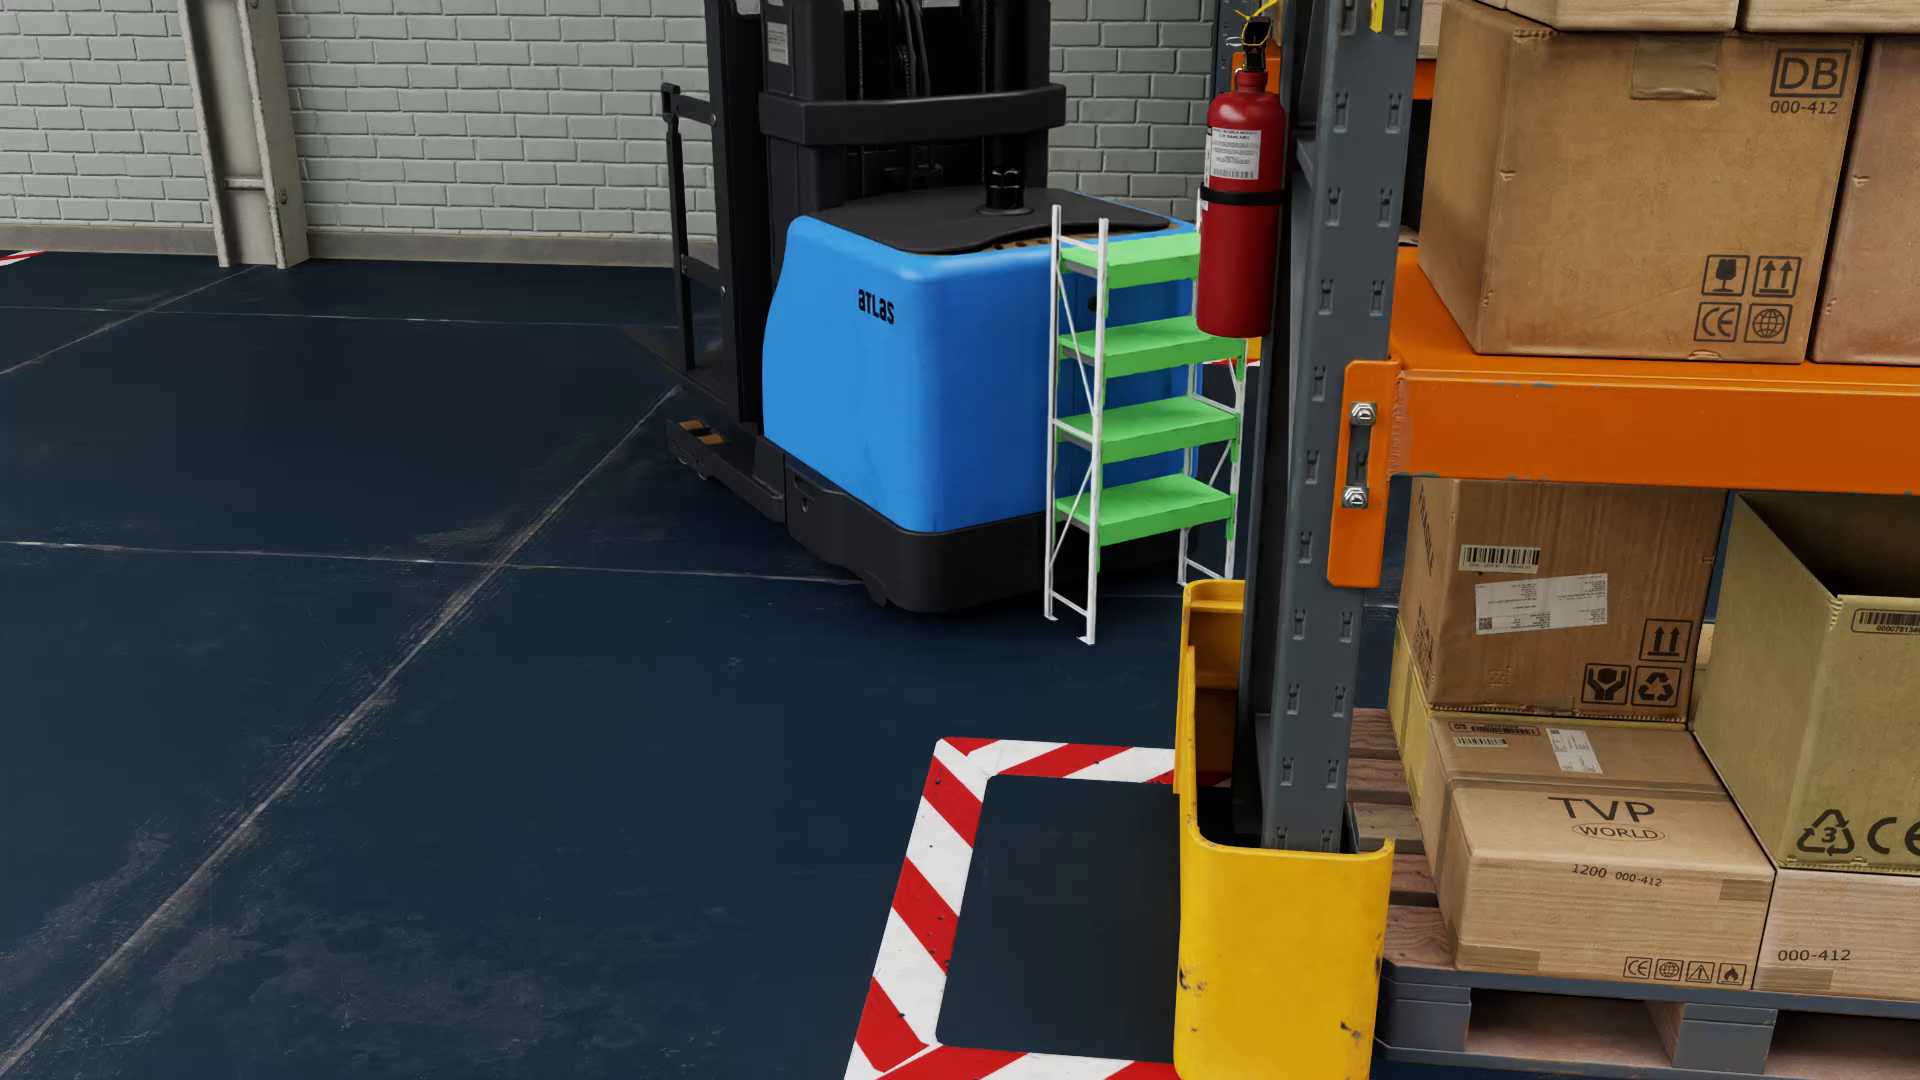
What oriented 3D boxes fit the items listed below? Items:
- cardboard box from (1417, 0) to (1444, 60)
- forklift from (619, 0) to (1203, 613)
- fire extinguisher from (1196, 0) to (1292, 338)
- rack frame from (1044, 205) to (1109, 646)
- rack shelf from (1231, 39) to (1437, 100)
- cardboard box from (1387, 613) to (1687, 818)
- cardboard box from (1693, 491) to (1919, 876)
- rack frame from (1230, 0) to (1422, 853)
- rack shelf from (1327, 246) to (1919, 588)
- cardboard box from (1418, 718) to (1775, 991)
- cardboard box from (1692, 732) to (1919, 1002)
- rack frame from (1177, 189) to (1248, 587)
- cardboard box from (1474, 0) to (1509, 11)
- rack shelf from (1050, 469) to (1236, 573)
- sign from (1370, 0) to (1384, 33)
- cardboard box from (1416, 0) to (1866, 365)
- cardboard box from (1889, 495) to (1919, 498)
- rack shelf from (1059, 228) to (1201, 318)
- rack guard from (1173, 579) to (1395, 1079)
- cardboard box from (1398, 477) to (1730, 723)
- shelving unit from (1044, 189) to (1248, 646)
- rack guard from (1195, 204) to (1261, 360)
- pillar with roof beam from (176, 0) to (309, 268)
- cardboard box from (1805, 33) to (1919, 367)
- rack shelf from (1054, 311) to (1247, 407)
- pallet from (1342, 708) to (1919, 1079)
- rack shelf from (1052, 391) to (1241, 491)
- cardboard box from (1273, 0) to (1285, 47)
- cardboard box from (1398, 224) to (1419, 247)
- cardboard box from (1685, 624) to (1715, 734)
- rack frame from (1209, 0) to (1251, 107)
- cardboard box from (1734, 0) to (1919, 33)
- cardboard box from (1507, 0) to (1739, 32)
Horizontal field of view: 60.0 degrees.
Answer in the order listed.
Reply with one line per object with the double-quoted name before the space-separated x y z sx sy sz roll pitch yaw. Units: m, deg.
"cardboard box" 2.190 -2.214 7.137 0.500 0.250 0.500 2 22 5
"forklift" -0.424 -1.652 5.632 1.130 2.935 3.031 -12 24 -28
"fire extinguisher" 0.583 -0.759 3.385 0.183 0.674 0.296 2 22 6
"rack frame" 0.313 -0.298 4.563 0.015 1.200 0.240 -12 25 -28
"rack shelf" 3.211 -2.008 7.417 4.000 0.370 1.077 2 22 6
"cardboard box" 1.213 0.379 3.571 0.500 0.250 0.500 2 22 6
"cardboard box" 1.649 0.240 2.902 0.500 0.500 0.500 2 22 6
"rack frame" 0.646 -0.620 2.929 0.127 3.000 1.000 2 22 6
"rack shelf" 2.632 -0.199 2.842 4.000 0.370 1.077 2 22 6
"cardboard box" 1.152 0.568 3.093 0.500 0.250 0.500 2 22 6
"cardboard box" 1.649 0.588 3.041 0.500 0.250 0.500 2 22 6
"rack frame" 0.734 -0.389 4.792 0.015 1.200 0.240 -12 25 -28
"cardboard box" 1.048 -1.021 2.925 0.250 0.149 0.380 2 22 5
"rack shelf" 0.524 -0.061 4.789 0.480 0.148 0.258 -12 25 -28
"sign" 0.575 -0.857 2.243 0.005 0.325 0.100 2 22 6
"cardboard box" 1.108 -0.642 2.847 0.500 0.500 0.700 3 22 6
"cardboard box" 2.208 0.067 3.339 0.500 0.500 0.500 2 22 6
"rack shelf" 0.524 -0.731 4.524 0.480 0.148 0.258 -12 25 -28
"rack guard" 0.622 0.541 3.391 0.348 0.500 1.175 2 22 6
"cardboard box" 1.214 0.029 3.435 0.500 0.500 0.500 2 22 6
"shelving unit" 0.524 -0.344 4.677 0.503 1.200 0.258 -12 25 -28
"rack guard" 1.301 -1.263 7.955 0.348 0.500 1.175 2 22 6
"pillar with roof beam" -4.443 -4.192 3.804 0.400 9.000 9.100 2 22 6
"cardboard box" 1.630 -0.621 2.794 0.500 0.500 0.700 3 22 8
"rack shelf" 0.524 -0.508 4.613 0.480 0.148 0.258 -12 25 -28
"pallet" 1.410 0.694 3.396 1.213 0.211 1.003 2 22 6
"rack shelf" 0.524 -0.284 4.701 0.480 0.148 0.258 -12 25 -28
"cardboard box" 1.712 -2.419 7.656 0.500 0.250 0.500 3 22 7
"cardboard box" 1.902 -1.320 7.758 0.500 0.311 0.500 0 22 0
"cardboard box" 1.711 0.396 3.527 0.500 0.250 0.500 2 22 6
"rack frame" 1.225 -2.429 7.504 0.127 3.000 1.000 2 22 6
"cardboard box" 1.273 -0.862 2.523 0.250 0.149 0.380 2 22 5
"cardboard box" 1.010 -0.873 2.549 0.250 0.149 0.380 2 22 6
